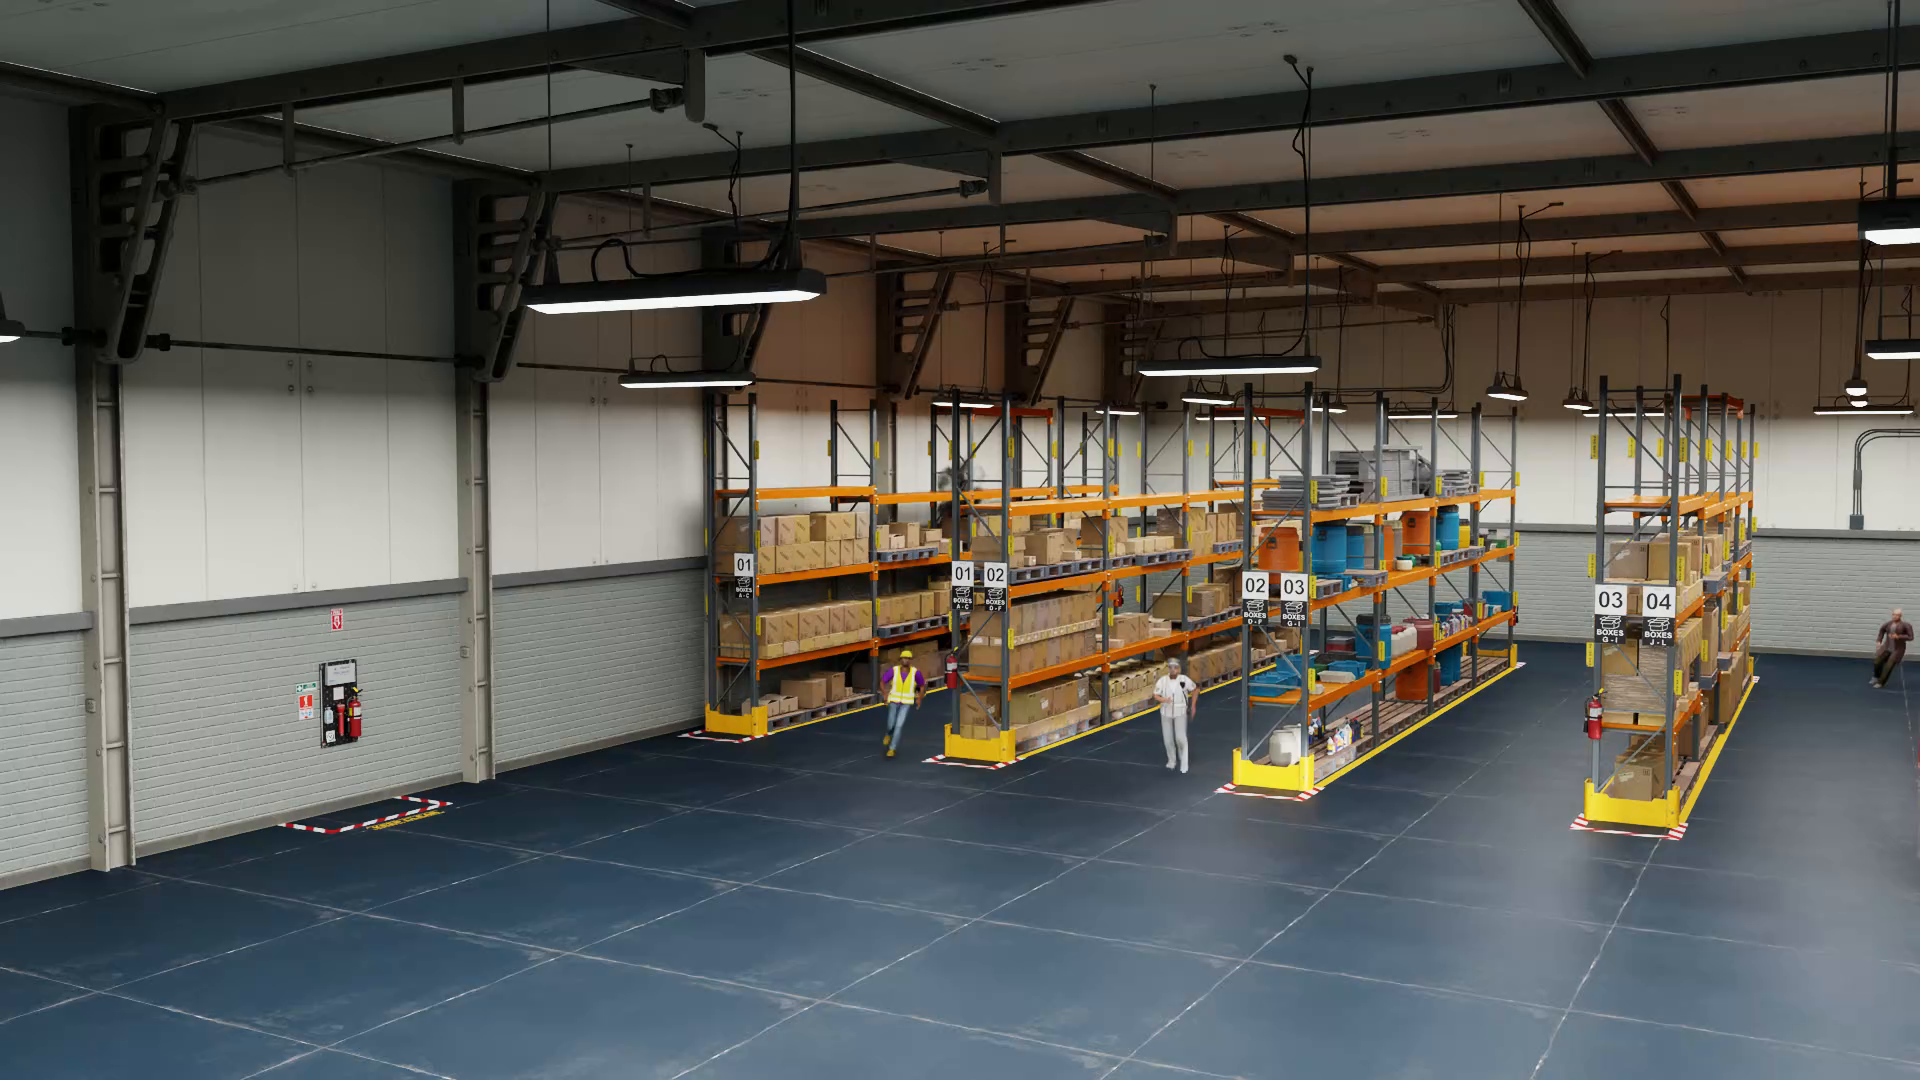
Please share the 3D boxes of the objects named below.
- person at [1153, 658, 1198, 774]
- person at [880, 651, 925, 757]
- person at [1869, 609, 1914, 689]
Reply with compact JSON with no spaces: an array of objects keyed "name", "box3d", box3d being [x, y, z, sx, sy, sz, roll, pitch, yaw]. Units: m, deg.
[{"name":"person","box3d":[3.327,2.726,25.839,0.646,1.797,0.701,1,3,14]},{"name":"person","box3d":[-0.946,2.674,27.352,0.757,1.702,0.782,0,3,-2]},{"name":"person","box3d":[19.416,2.283,34.736,0.566,1.690,0.919,-2,4,-35]}]
